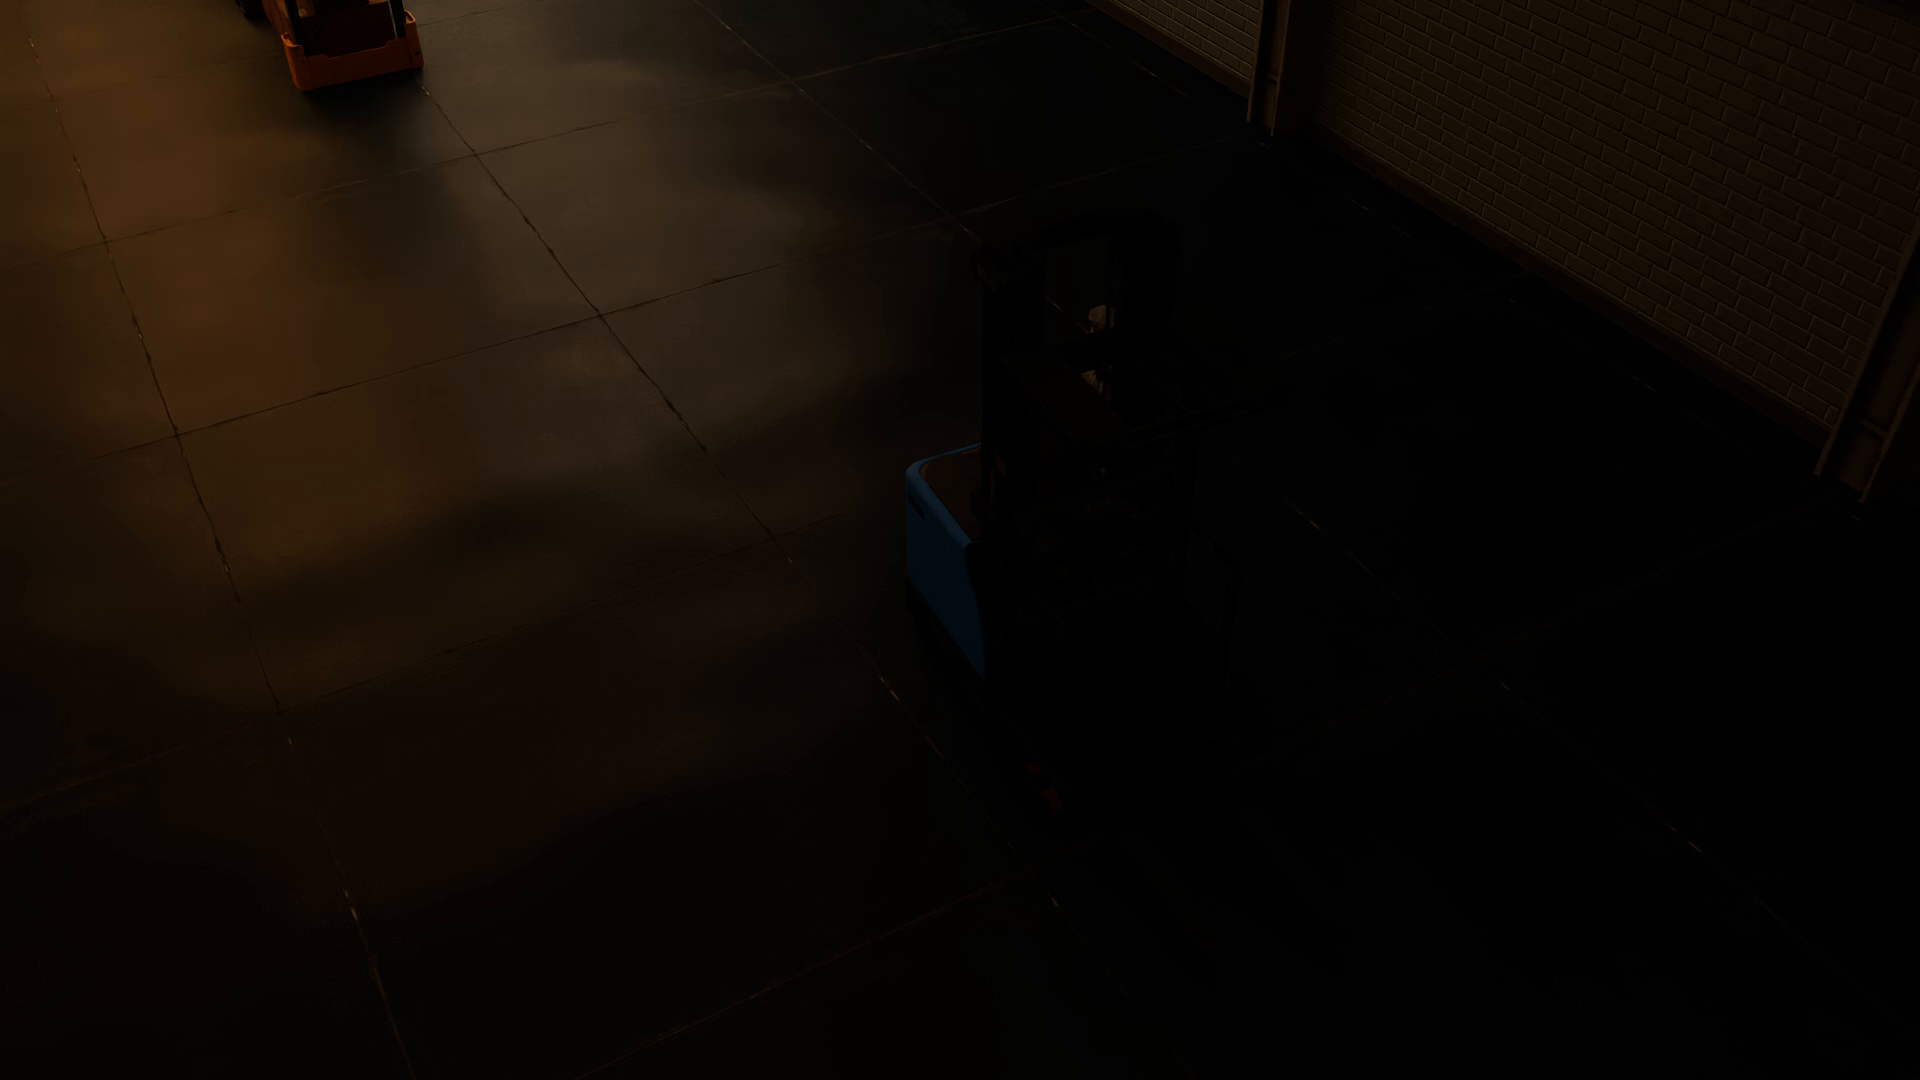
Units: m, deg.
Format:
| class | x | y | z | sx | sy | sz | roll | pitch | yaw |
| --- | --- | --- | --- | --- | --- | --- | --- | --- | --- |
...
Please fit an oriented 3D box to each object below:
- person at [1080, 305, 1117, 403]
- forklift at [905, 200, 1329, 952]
| class | x | y | z | sx | sy | sz | roll | pitch | yaw |
| --- | --- | --- | --- | --- | --- | --- | --- | --- | --- |
| person | 0.891 | -0.692 | 9.914 | 0.423 | 1.632 | 0.804 | -23 | 45 | -25 |
| forklift | 0.788 | -0.013 | 8.051 | 1.130 | 2.935 | 3.031 | -18 | 43 | -20 |
